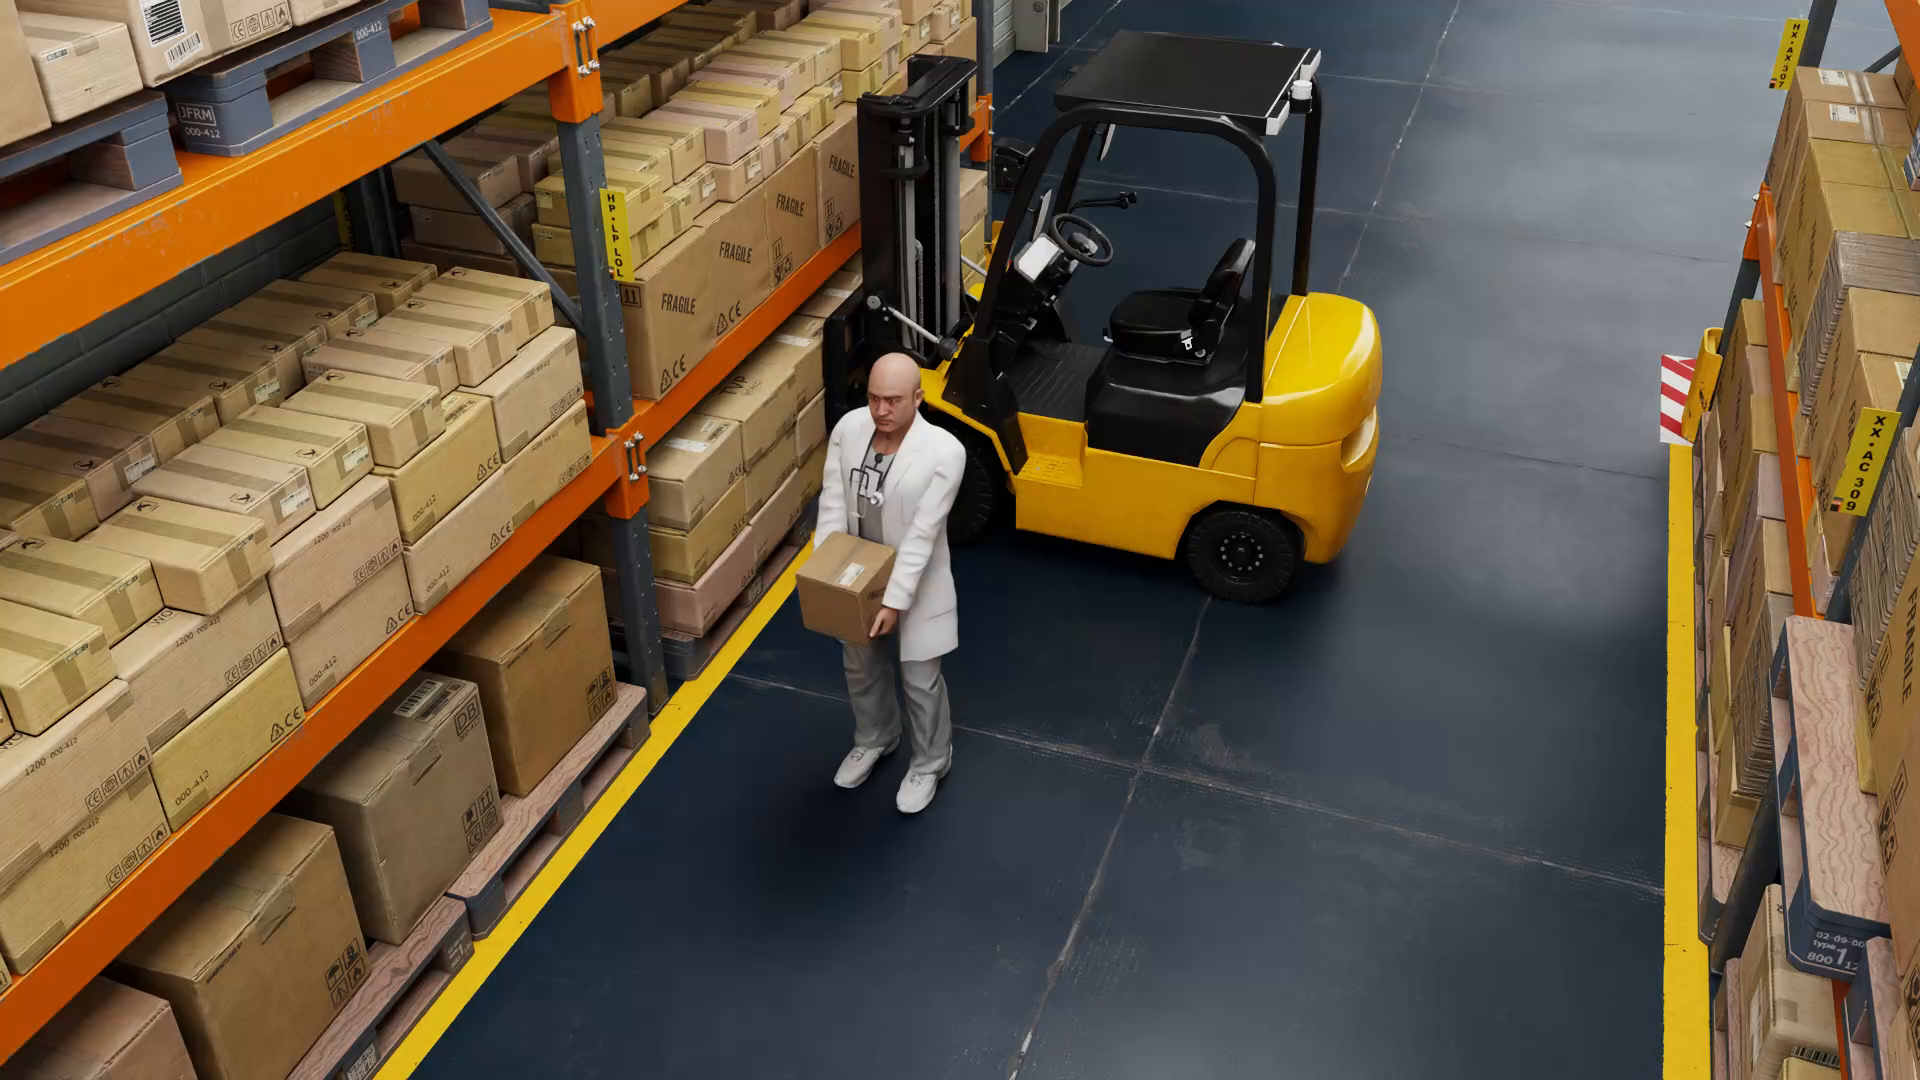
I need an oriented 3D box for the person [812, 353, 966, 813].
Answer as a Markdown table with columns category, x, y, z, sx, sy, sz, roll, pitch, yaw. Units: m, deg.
| category | x | y | z | sx | sy | sz | roll | pitch | yaw |
| --- | --- | --- | --- | --- | --- | --- | --- | --- | --- |
| person | -0.281 | 0.195 | 5.855 | 0.526 | 1.780 | 0.550 | 17 | 36 | 24 |
